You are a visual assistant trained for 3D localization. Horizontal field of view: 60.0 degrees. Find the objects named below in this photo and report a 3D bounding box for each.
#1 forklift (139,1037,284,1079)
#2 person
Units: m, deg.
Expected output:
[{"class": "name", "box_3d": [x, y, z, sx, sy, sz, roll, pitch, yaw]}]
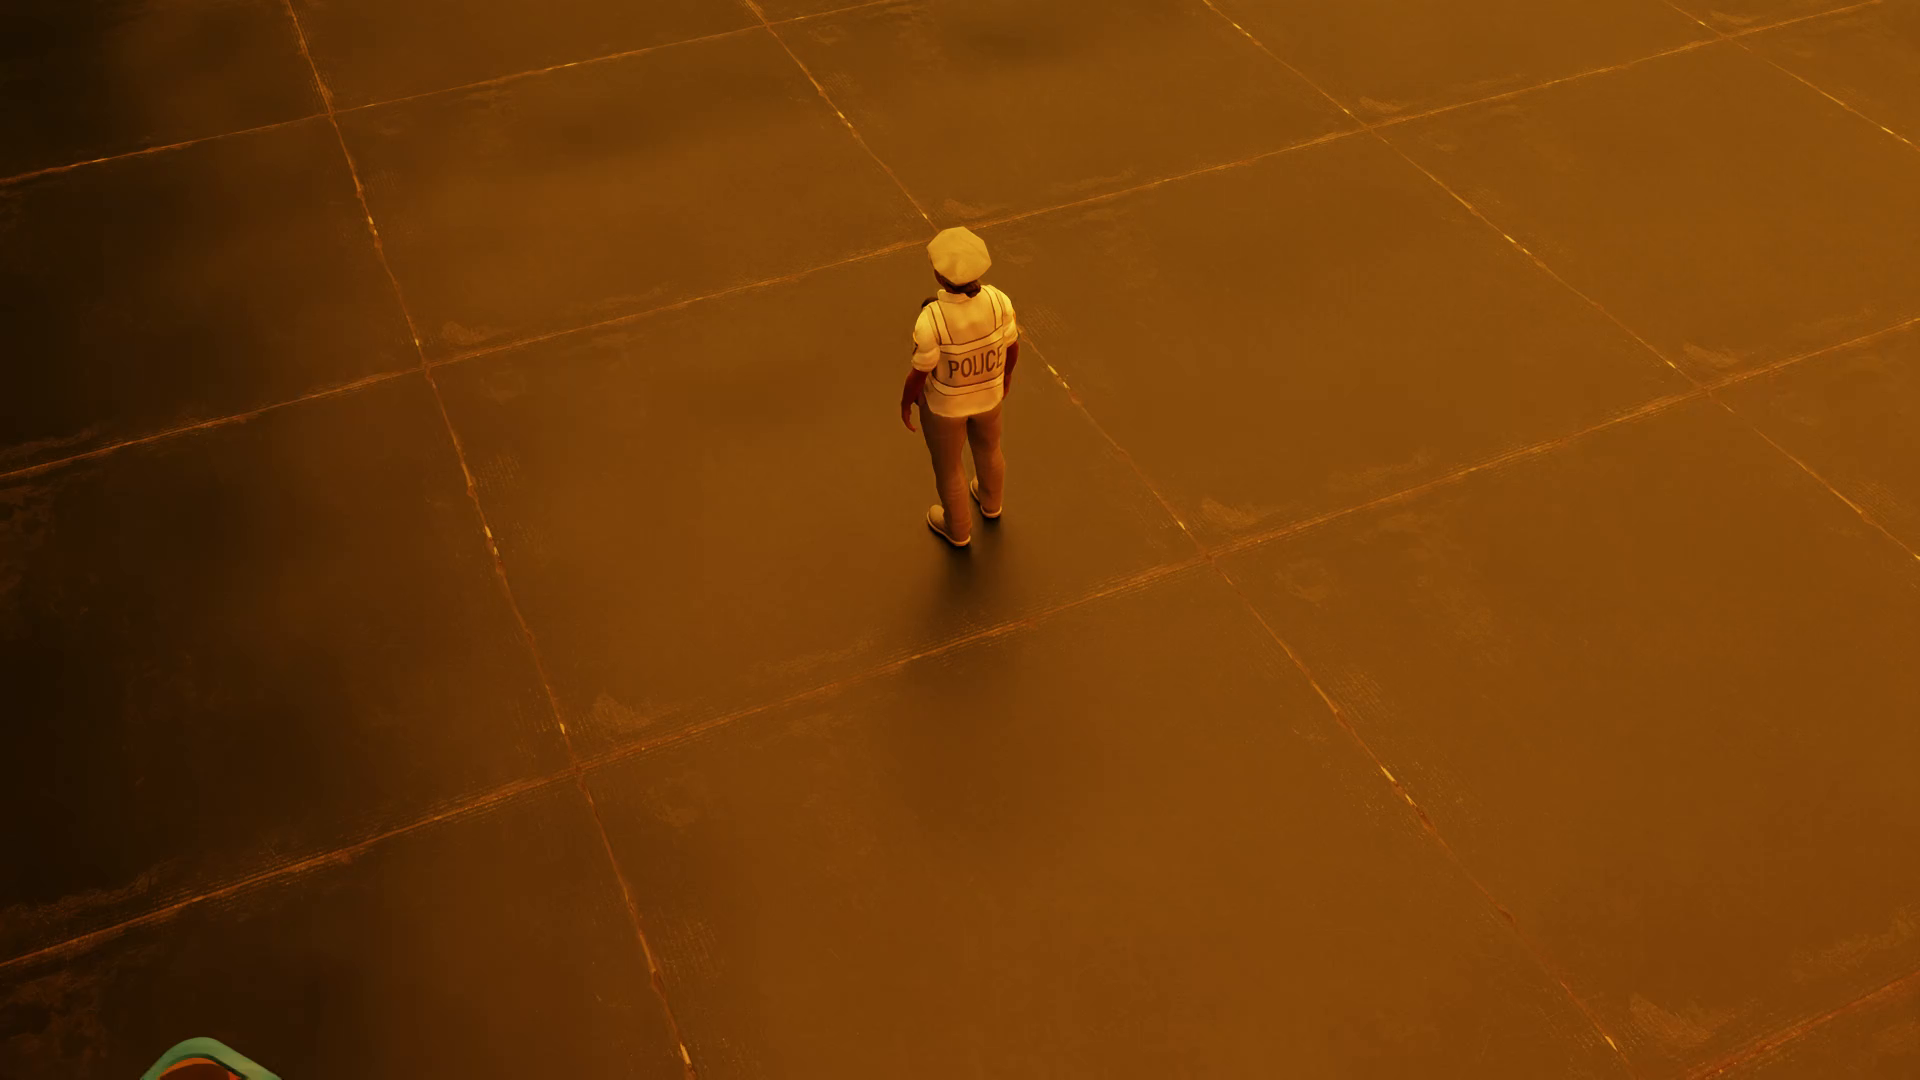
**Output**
[{"class": "forklift", "box_3d": [-2.478, 2.157, 3.369, 1.130, 2.935, 3.031, 20, 47, 20]}, {"class": "person", "box_3d": [-0.013, -0.677, 7.301, 0.569, 1.695, 0.528, -18, 46, -18]}]
